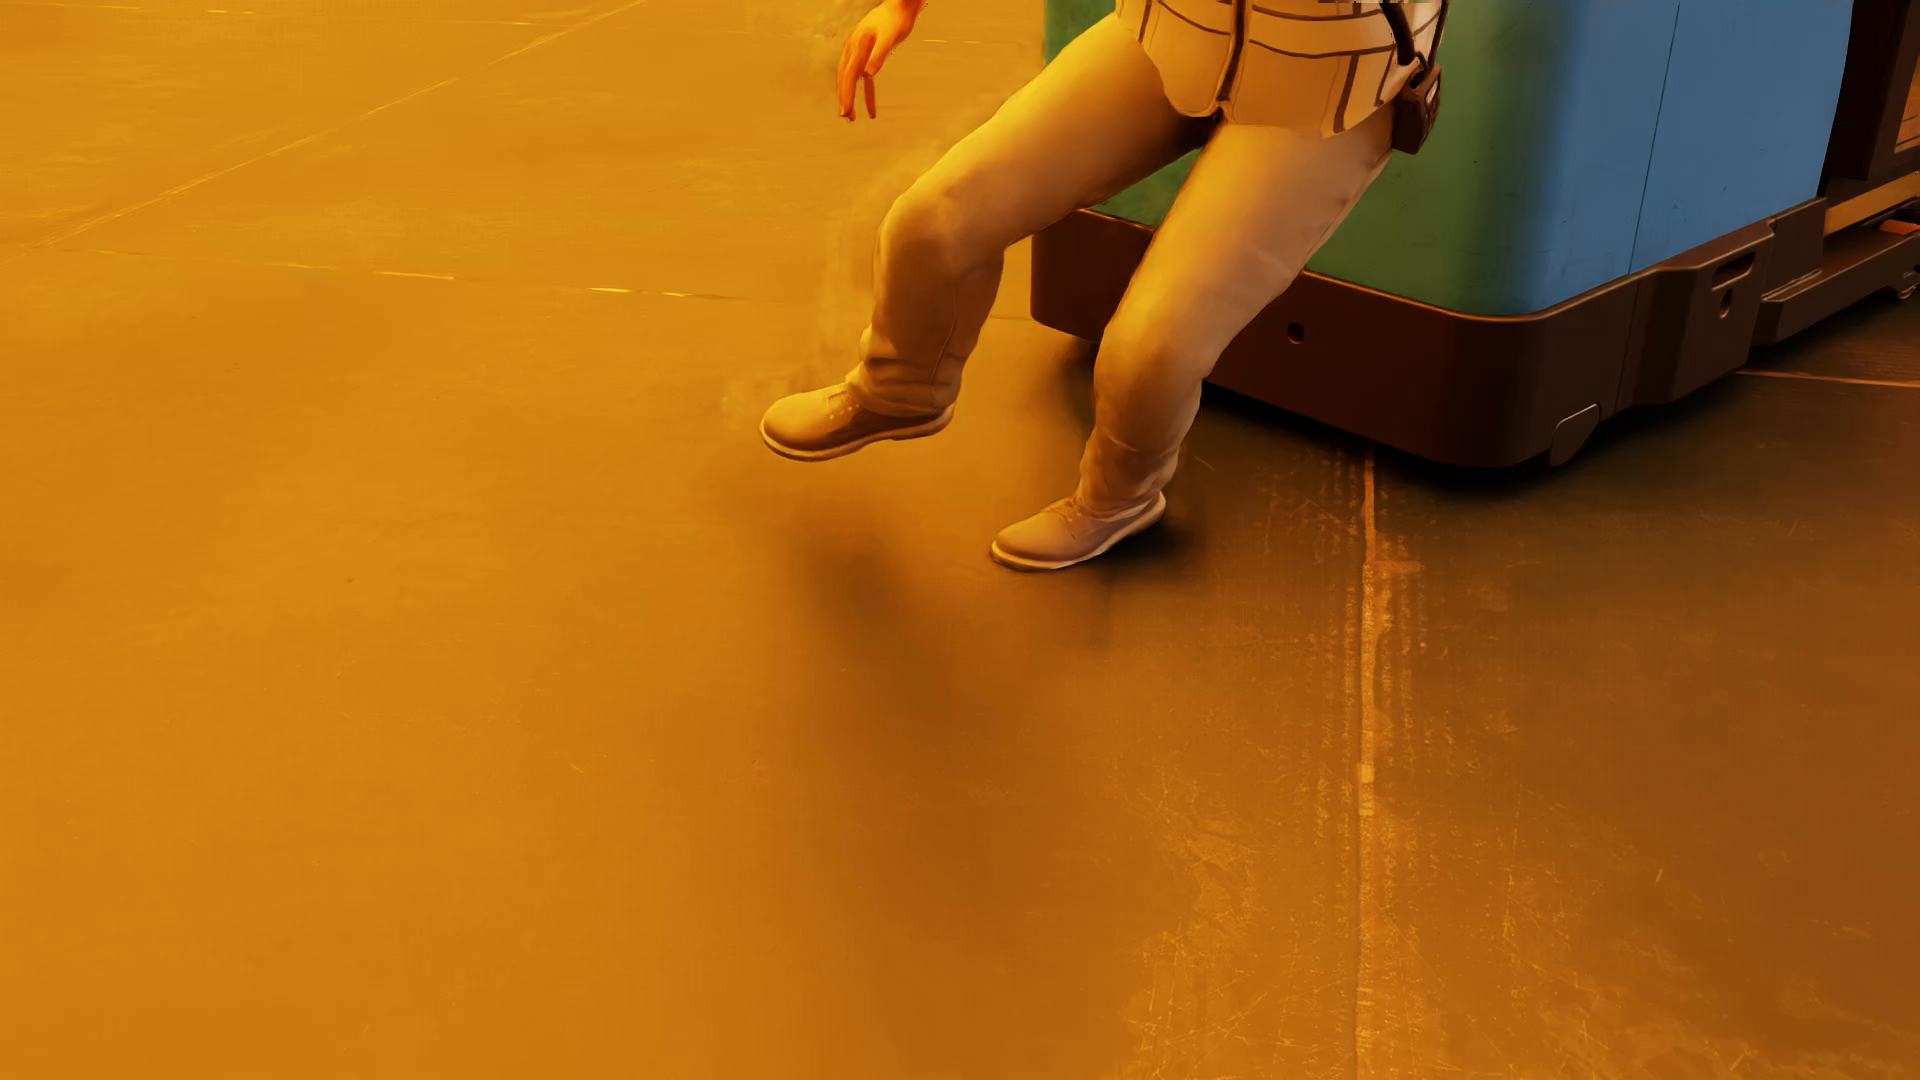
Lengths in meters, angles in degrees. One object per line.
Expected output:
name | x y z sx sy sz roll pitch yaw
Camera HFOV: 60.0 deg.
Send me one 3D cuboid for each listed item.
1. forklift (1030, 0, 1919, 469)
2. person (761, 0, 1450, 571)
forklift | 1.564 -1.968 3.147 3.031 2.935 1.130 -22 34 -37
person | 0.154 -0.541 2.022 1.127 1.434 0.912 13 29 24
